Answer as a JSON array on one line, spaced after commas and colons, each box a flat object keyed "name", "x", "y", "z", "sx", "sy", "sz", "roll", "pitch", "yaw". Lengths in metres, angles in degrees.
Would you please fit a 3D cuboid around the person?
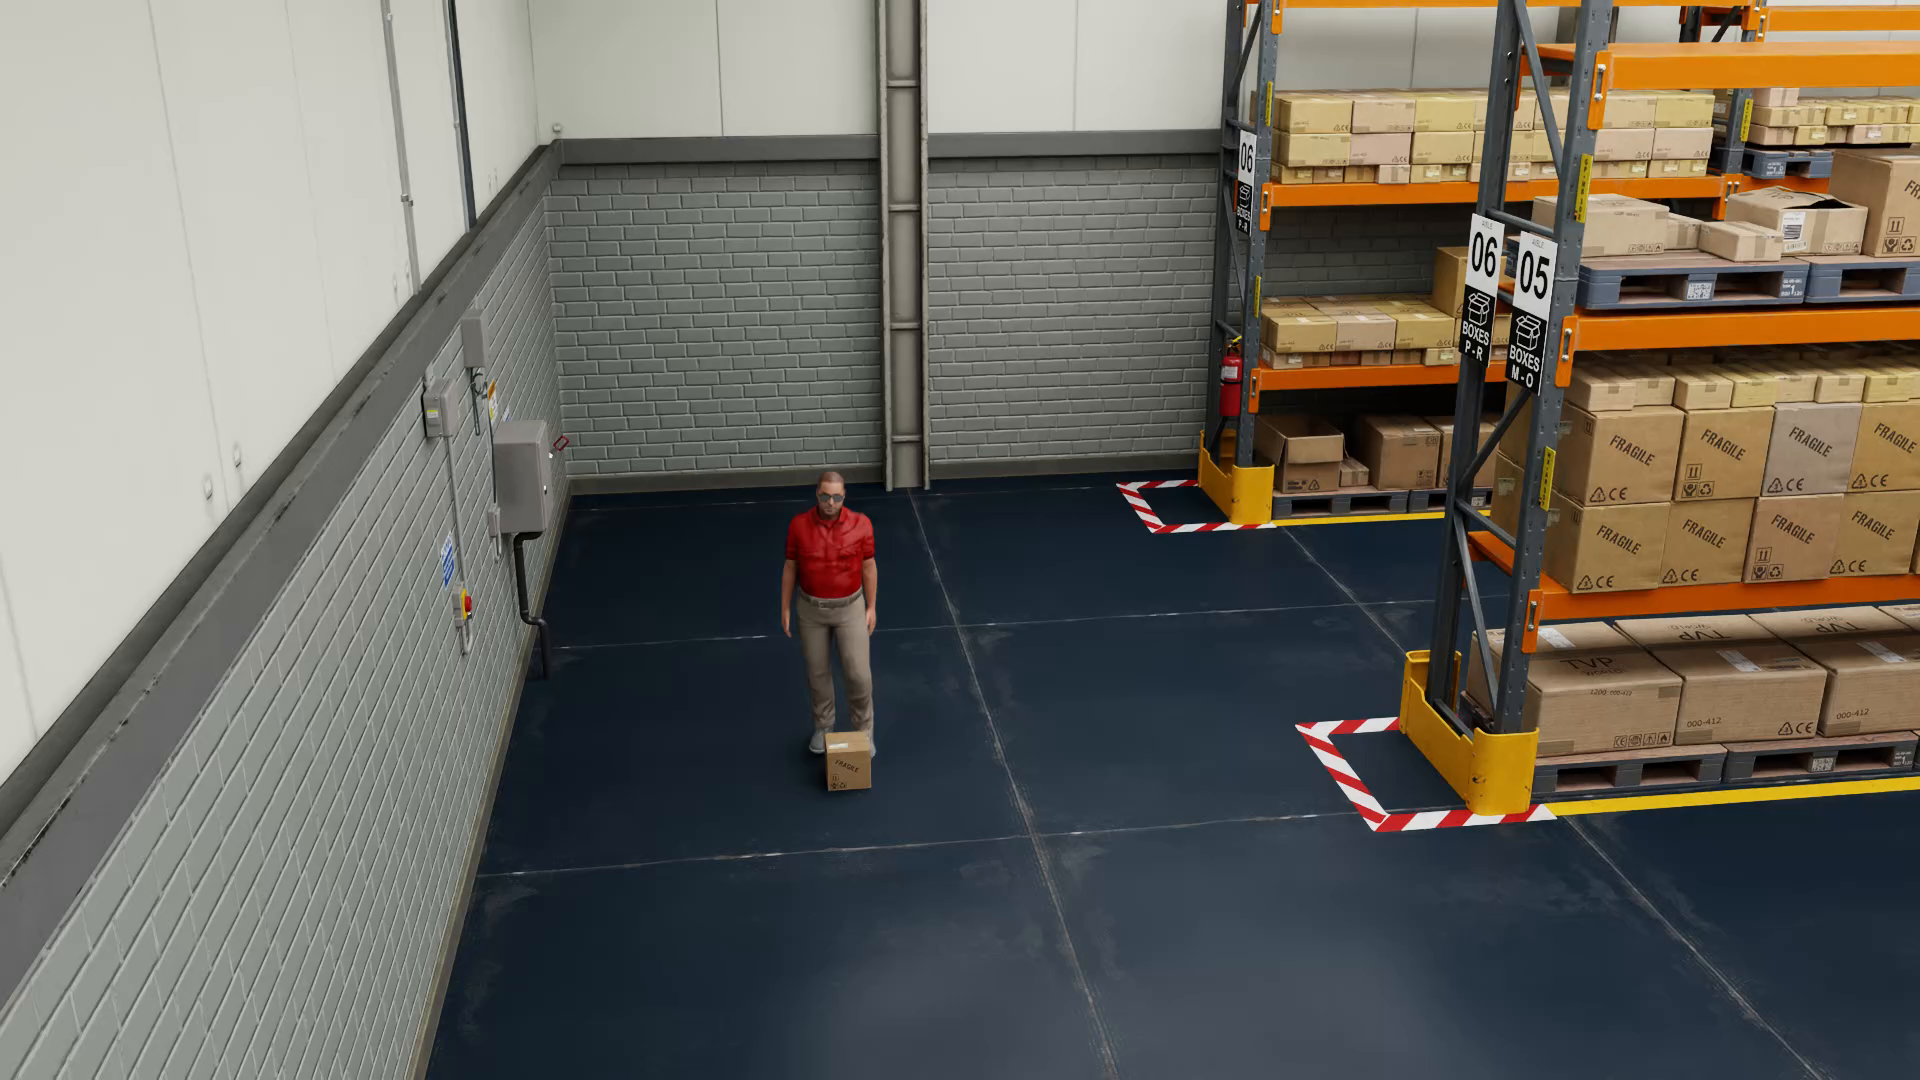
[{"name": "person", "x": -0.783, "y": 0.466, "z": 9.876, "sx": 0.573, "sy": 1.791, "sz": 0.409, "roll": 0, "pitch": 20, "yaw": 1}]
